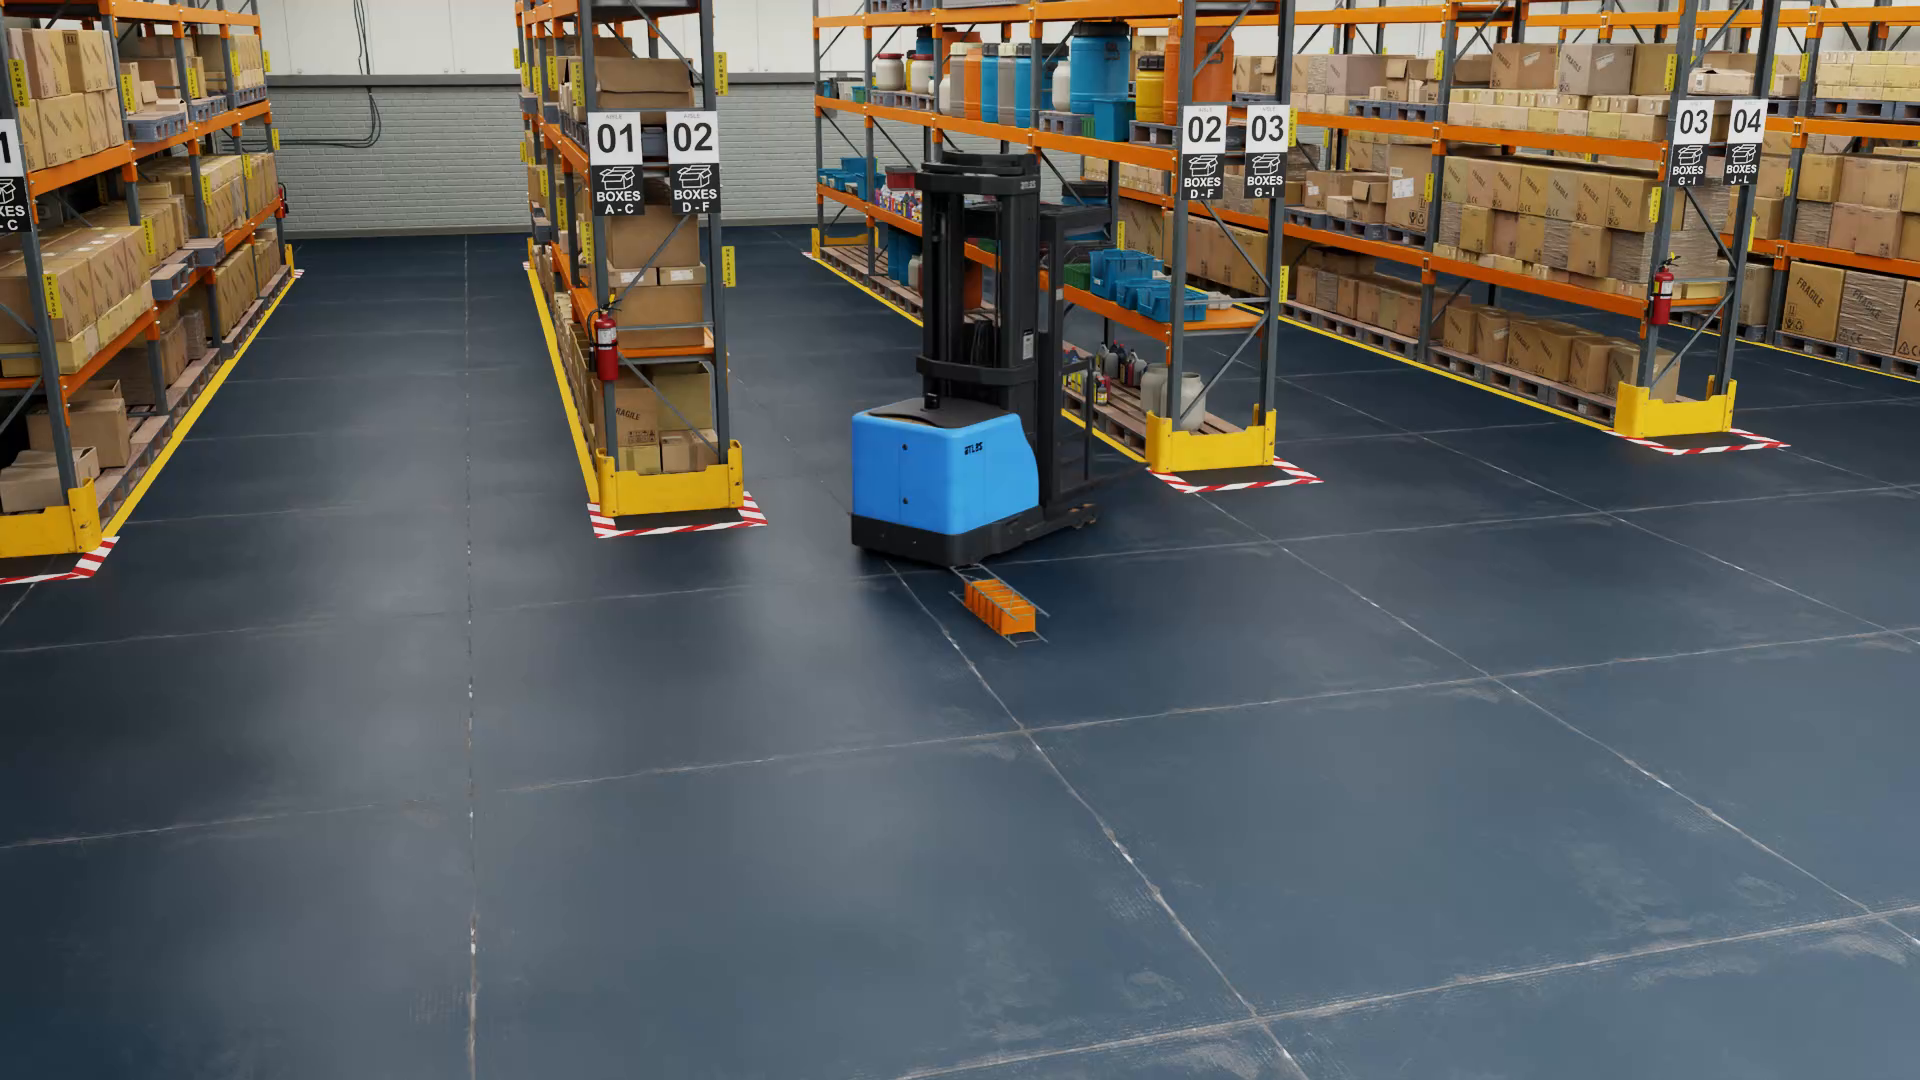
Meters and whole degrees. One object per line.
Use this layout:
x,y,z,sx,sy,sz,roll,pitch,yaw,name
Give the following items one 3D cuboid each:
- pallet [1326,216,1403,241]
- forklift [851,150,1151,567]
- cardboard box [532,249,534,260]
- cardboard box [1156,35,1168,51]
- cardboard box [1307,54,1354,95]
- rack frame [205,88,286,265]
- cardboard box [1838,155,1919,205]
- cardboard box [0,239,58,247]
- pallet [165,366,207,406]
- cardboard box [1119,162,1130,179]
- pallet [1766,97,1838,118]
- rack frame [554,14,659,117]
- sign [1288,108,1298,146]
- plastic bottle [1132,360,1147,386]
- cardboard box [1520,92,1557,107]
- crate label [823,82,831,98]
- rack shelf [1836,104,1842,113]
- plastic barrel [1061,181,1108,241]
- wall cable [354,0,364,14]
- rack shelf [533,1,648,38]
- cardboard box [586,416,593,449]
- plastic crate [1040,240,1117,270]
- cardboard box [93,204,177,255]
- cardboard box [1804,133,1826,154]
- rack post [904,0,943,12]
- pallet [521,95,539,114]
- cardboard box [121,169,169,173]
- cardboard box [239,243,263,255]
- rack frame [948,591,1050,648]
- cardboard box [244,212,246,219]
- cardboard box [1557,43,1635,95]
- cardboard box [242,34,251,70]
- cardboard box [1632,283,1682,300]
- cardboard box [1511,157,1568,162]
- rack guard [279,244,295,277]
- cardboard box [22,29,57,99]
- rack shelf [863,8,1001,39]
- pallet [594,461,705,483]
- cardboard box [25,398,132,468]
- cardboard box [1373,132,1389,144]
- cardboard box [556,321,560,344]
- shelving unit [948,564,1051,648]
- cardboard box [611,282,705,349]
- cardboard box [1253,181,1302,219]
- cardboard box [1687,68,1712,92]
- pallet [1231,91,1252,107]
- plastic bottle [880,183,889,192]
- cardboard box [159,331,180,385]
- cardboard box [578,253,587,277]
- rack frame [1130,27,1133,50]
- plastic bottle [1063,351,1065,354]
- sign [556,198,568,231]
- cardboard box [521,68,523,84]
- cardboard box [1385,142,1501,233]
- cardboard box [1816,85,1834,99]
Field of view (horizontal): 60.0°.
5.500,-4.080,21.655,1.003,0.211,1.213,-5,17,-15,pallet
0.471,-1.565,13.067,1.130,2.935,3.031,12,21,36,forklift
-6.954,-4.789,27.841,0.380,0.166,0.250,-5,17,-15,cardboard box
3.565,-8.176,27.362,0.500,0.250,0.500,-6,18,-19,cardboard box
4.935,-6.150,21.953,0.500,0.500,0.500,-5,17,-15,cardboard box
-11.569,-5.755,26.895,1.000,3.000,0.127,-5,17,-15,rack frame
11.144,-4.316,19.967,0.875,0.550,0.550,-5,17,-15,cardboard box
-8.073,-2.304,14.331,0.500,0.500,0.500,-4,17,-14,cardboard box
-8.826,-1.653,18.089,1.003,0.211,1.213,-5,17,-15,pallet
3.023,-6.419,28.853,0.500,0.250,0.500,-5,17,-16,cardboard box
10.514,-5.569,21.396,0.805,0.209,1.217,-5,18,-17,pallet
-3.510,-5.701,16.289,1.000,3.000,0.127,-5,17,-15,rack frame
2.883,-3.595,14.477,0.100,0.325,0.005,-5,17,-15,sign
1.890,-1.782,17.639,0.152,0.276,0.135,-4,17,-14,plastic bottle
6.204,-4.694,17.718,0.380,0.149,0.250,-5,17,-16,cardboard box
-2.101,-7.622,28.158,0.408,0.251,0.502,-5,17,-15,crate label
13.896,-7.145,27.562,1.077,0.370,4.000,-5,17,-15,rack shelf
1.439,-3.589,18.816,0.600,0.901,0.708,-5,17,-15,plastic barrel
-10.179,-11.366,31.767,3.097,2.526,0.112,-5,17,-15,wall cable
-4.059,-5.718,18.292,1.077,0.370,4.000,-5,17,-15,rack shelf
-3.130,-1.006,15.138,0.500,0.250,0.500,-5,17,-15,cardboard box
1.276,-3.034,17.946,0.767,0.338,0.504,-5,17,-15,plastic crate
-8.868,-3.328,17.879,0.700,0.500,0.500,-5,17,-15,cardboard box
13.903,-6.290,26.767,0.500,0.500,0.500,-4,17,-14,cardboard box
-0.266,-7.515,23.198,0.937,0.300,0.954,-3,17,-9,rack post
-5.308,-5.915,22.542,1.213,0.211,1.003,-5,17,-15,pallet
-9.884,-4.349,20.188,0.500,0.250,0.500,-5,18,-17,cardboard box
-10.496,-4.287,24.497,0.380,0.149,0.250,-4,17,-13,cardboard box
0.250,0.517,11.212,0.240,0.006,1.200,-6,18,-21,rack frame
-10.105,-4.466,23.009,0.380,0.149,0.250,-5,17,-15,cardboard box
6.446,-4.779,16.873,0.500,0.500,0.500,-5,17,-15,cardboard box
-10.685,-7.118,24.275,0.500,0.500,0.500,-5,17,-15,cardboard box
6.839,-2.446,16.317,0.380,0.149,0.250,-5,17,-15,cardboard box
6.543,-4.038,18.753,0.500,0.500,0.500,-5,17,-15,cardboard box
-11.576,-4.564,27.277,1.175,0.500,0.348,-5,17,-15,rack guard
-7.134,-3.570,12.463,0.500,0.500,0.500,-5,17,-16,cardboard box
-0.395,-7.215,23.276,1.077,0.370,4.000,-5,17,-15,rack shelf
-2.661,-0.594,14.563,1.003,0.211,1.213,-5,17,-15,pallet
-7.586,-0.905,14.333,0.700,0.500,0.500,-6,18,-19,cardboard box
7.793,-7.392,29.919,0.500,0.500,0.500,-5,18,-17,cardboard box
-4.608,-2.512,20.149,0.500,0.250,0.500,-5,17,-17,cardboard box
0.250,0.429,11.186,0.258,0.189,1.200,-6,18,-21,shelving unit
-2.526,-1.900,13.888,0.700,0.500,0.500,-5,17,-15,cardboard box
4.543,-4.881,23.815,0.500,0.500,0.500,-4,17,-14,cardboard box
9.980,-6.225,22.500,0.500,0.311,0.500,-5,17,-16,cardboard box
4.379,-6.546,24.643,1.003,0.211,1.213,-4,17,-13,pallet
-1.148,-5.274,25.380,0.144,0.351,0.185,-5,17,-15,plastic bottle
-8.781,-1.934,17.758,0.700,0.500,0.500,-4,17,-15,cardboard box
-3.928,-2.992,17.933,0.396,0.266,0.258,-5,17,-17,cardboard box
2.718,-9.803,29.944,1.000,3.000,0.127,-5,17,-15,rack frame
1.077,-1.905,17.918,0.144,0.351,0.185,-4,17,-14,plastic bottle
-4.029,-3.299,16.846,0.100,0.325,0.005,-5,17,-15,sign
-6.786,-7.450,26.717,0.500,0.250,0.500,-5,17,-15,cardboard box
5.933,-4.329,20.378,1.000,1.000,1.000,-5,17,-15,cardboard box
10.586,-5.412,20.074,0.380,0.149,0.250,-5,17,-16,cardboard box
